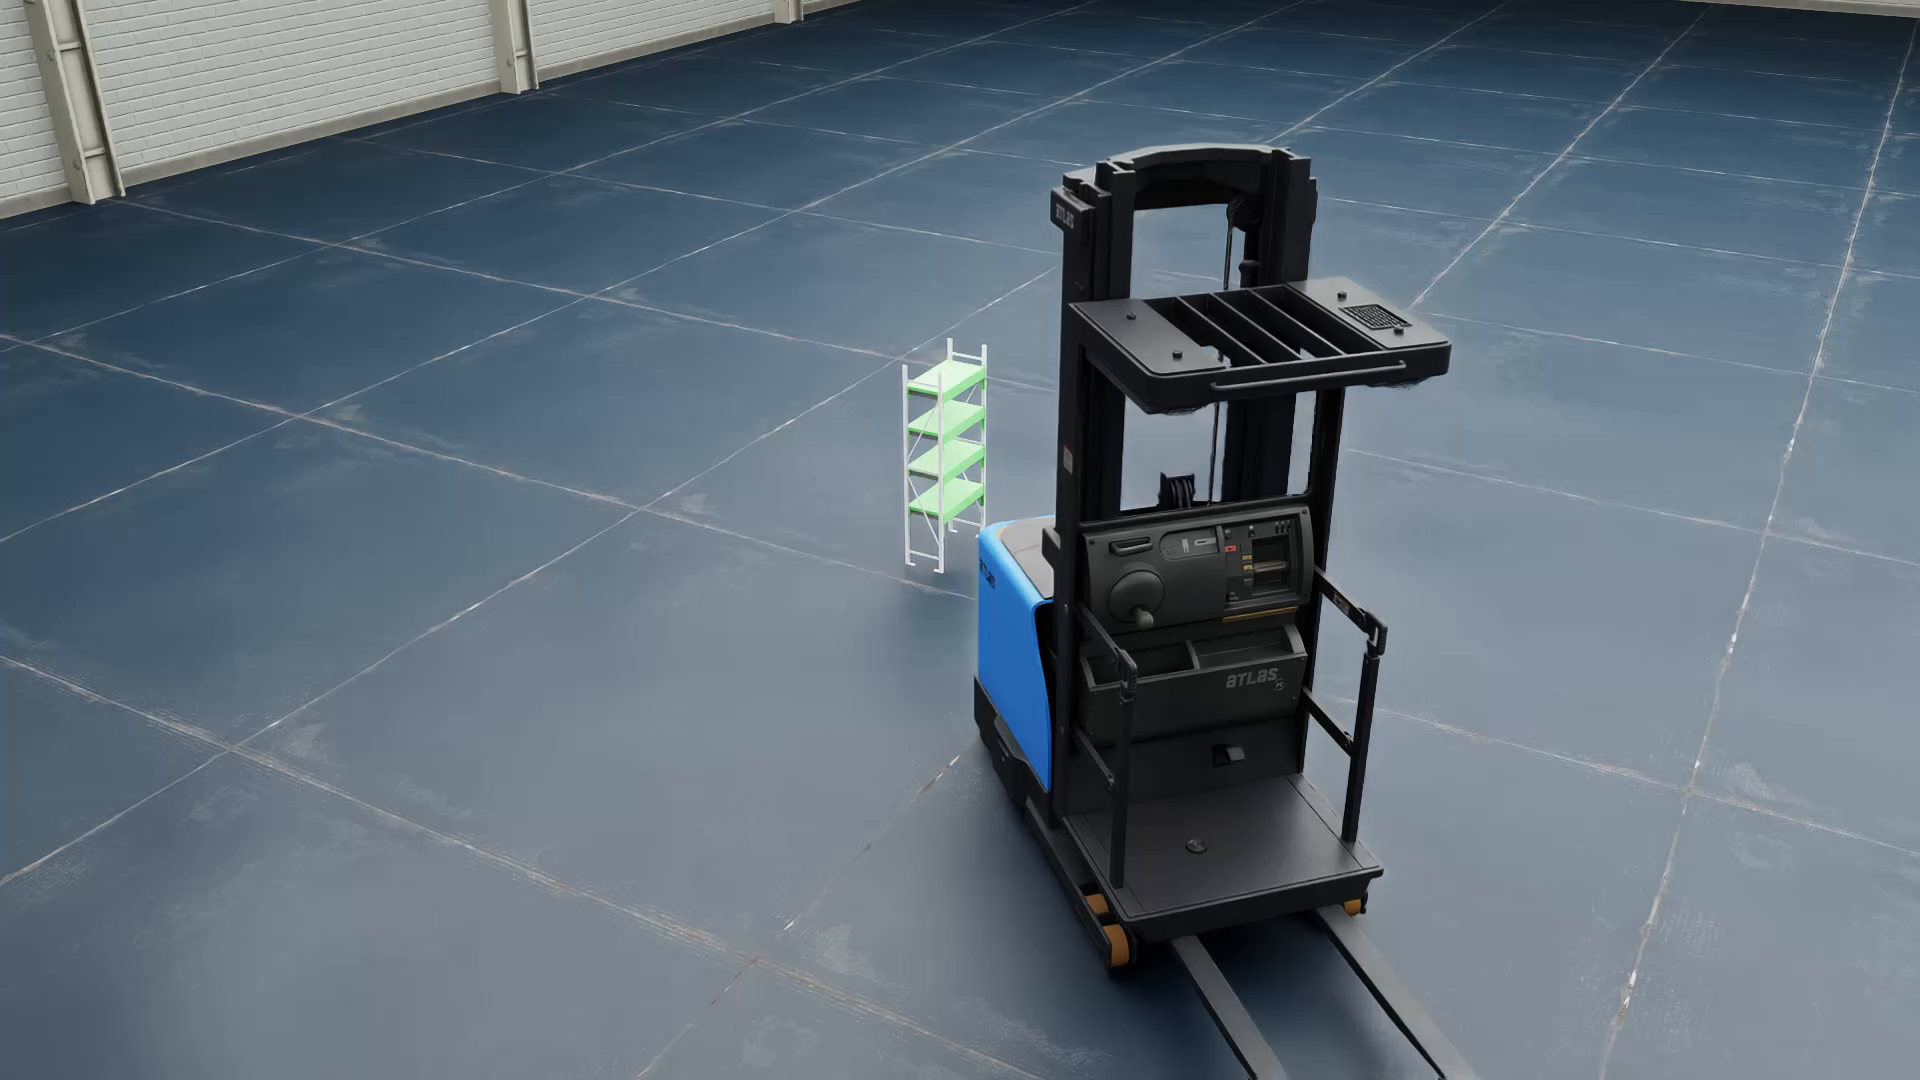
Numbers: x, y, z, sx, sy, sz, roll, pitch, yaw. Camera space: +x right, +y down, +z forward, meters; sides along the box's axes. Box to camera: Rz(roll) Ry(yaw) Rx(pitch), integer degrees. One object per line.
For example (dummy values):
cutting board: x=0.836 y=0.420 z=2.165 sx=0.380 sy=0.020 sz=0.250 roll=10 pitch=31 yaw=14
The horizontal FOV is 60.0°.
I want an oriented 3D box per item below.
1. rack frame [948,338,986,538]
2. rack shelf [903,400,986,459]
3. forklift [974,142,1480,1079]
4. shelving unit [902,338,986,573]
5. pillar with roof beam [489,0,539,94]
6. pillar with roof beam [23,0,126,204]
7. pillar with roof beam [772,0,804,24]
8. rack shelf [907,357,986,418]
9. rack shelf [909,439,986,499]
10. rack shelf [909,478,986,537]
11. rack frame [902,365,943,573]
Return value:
rack frame: x=0.039 y=-0.567 z=9.543 sx=0.240 sy=1.200 sz=0.015 roll=14 pitch=30 yaw=26
rack shelf: x=-0.081 y=-0.629 z=9.274 sx=0.258 sy=0.148 sz=0.480 roll=14 pitch=30 yaw=26
forklift: x=0.988 y=0.144 z=6.187 sx=1.130 sy=2.935 sz=3.031 roll=-8 pitch=28 yaw=-15
shelving unit: x=-0.081 y=-0.472 z=9.353 sx=0.258 sy=1.200 sz=0.503 roll=14 pitch=30 yaw=26
pillar with roof beam: x=-1.876 y=-8.822 z=17.321 sx=9.100 sy=9.000 sz=0.400 roll=14 pitch=30 yaw=26
pillar with roof beam: x=-4.828 y=-6.484 z=12.650 sx=9.100 sy=9.000 sz=0.400 roll=14 pitch=30 yaw=26
pillar with roof beam: x=1.075 y=-11.160 z=21.992 sx=9.100 sy=9.000 sz=0.400 roll=14 pitch=30 yaw=26
rack shelf: x=-0.081 y=-0.844 z=9.166 sx=0.258 sy=0.148 sz=0.480 roll=14 pitch=30 yaw=26
rack shelf: x=-0.081 y=-0.415 z=9.381 sx=0.258 sy=0.148 sz=0.480 roll=14 pitch=30 yaw=26
rack shelf: x=-0.081 y=-0.200 z=9.489 sx=0.258 sy=0.148 sz=0.480 roll=14 pitch=30 yaw=26
rack frame: x=-0.201 y=-0.377 z=9.163 sx=0.240 sy=1.200 sz=0.015 roll=14 pitch=30 yaw=26
